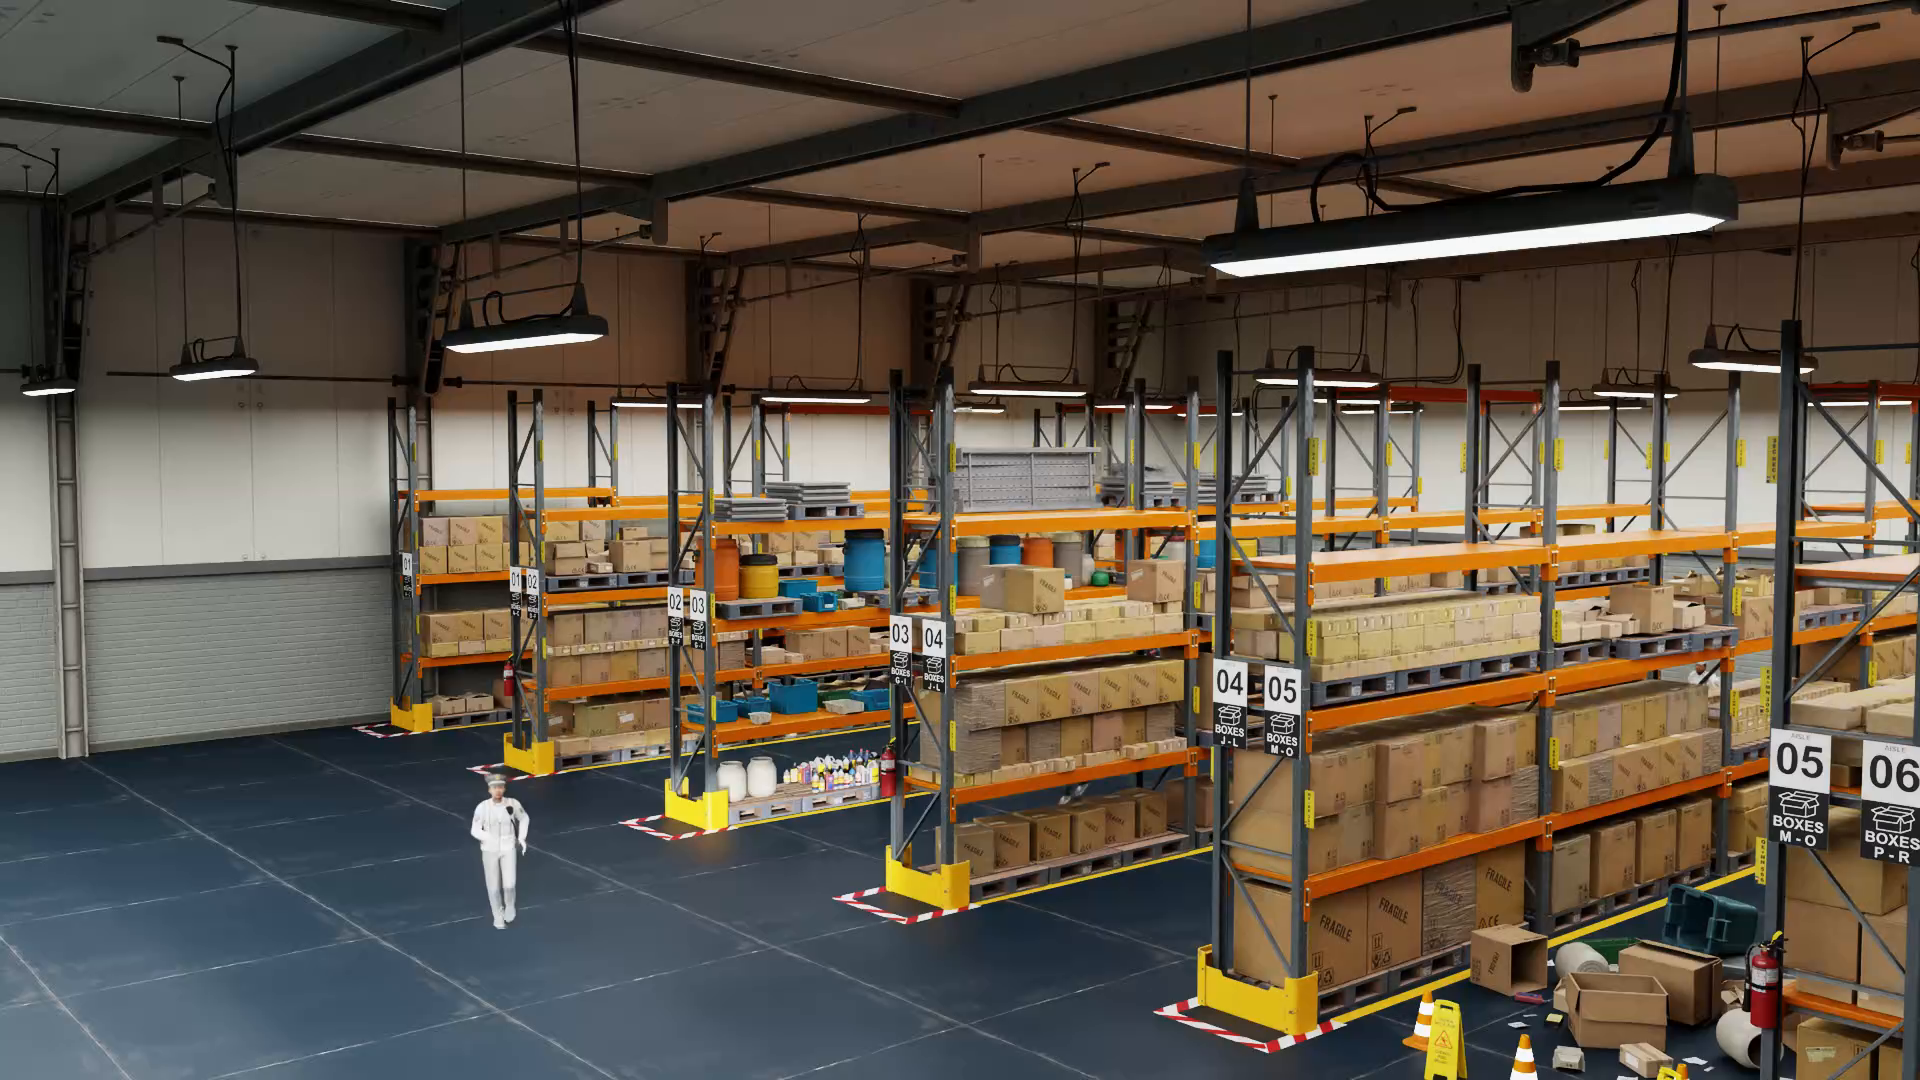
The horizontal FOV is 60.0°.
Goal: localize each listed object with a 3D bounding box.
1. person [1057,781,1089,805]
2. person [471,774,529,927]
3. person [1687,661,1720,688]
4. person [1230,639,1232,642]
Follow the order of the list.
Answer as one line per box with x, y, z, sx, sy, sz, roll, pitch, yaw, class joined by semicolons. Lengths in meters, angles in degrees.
1.615;2.954;23.876;0.565;1.631;0.778;3;5;43;person
-4.863;3.298;17.607;0.595;1.660;0.584;-1;3;-15;person
12.114;2.765;27.143;0.609;1.721;0.757;3;4;41;person
5.648;2.254;34.484;0.667;1.764;0.960;3;4;42;person
